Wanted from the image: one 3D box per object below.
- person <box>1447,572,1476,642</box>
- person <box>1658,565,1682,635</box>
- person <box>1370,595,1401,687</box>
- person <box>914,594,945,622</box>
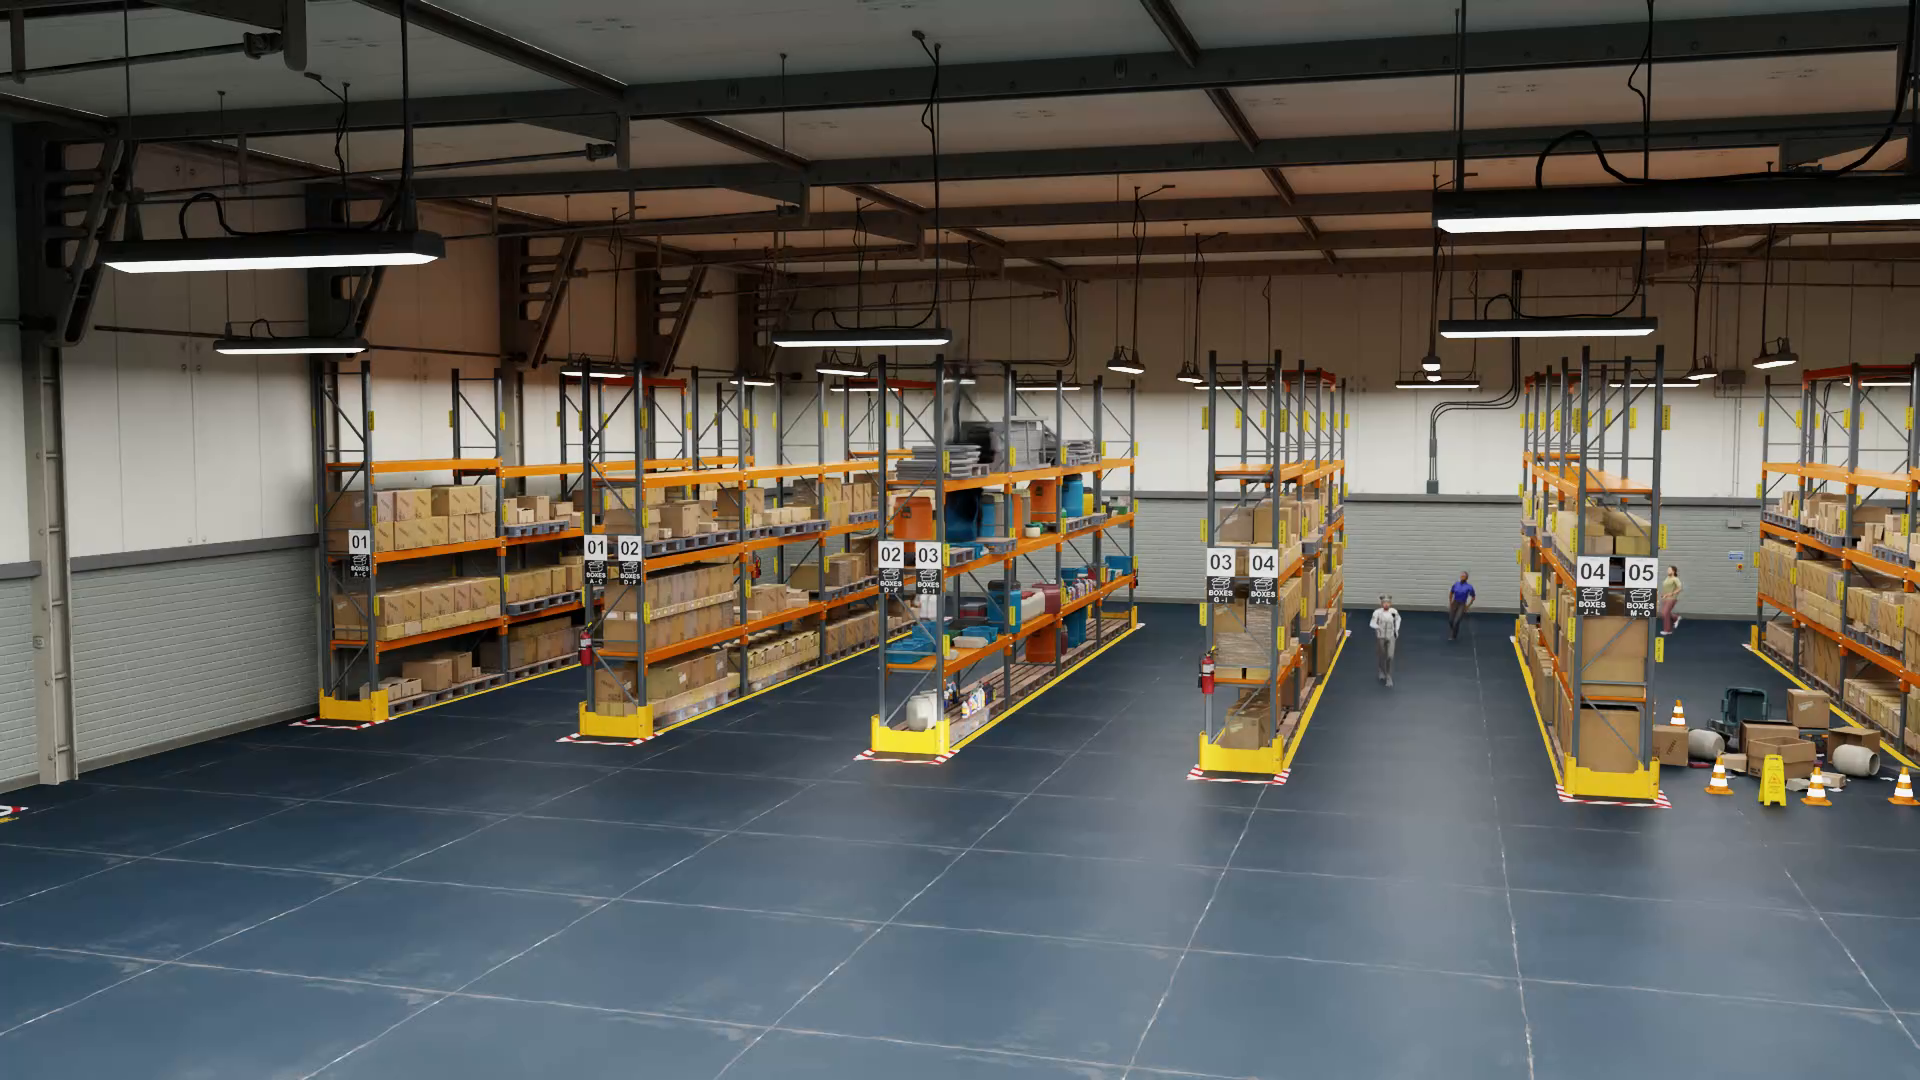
[{"bbox_3d":[11.376,1.509,37.731,0.656,1.598,0.576,3,5,34],"label":"person"},{"bbox_3d":[16.713,1.408,39.042,0.563,1.626,0.582,-1,4,-10],"label":"person"},{"bbox_3d":[8.114,1.893,31.736,0.562,1.707,0.857,1,4,16],"label":"person"},{"bbox_3d":[-0.653,1.616,34.900,0.610,1.805,0.889,1,4,13],"label":"person"}]
